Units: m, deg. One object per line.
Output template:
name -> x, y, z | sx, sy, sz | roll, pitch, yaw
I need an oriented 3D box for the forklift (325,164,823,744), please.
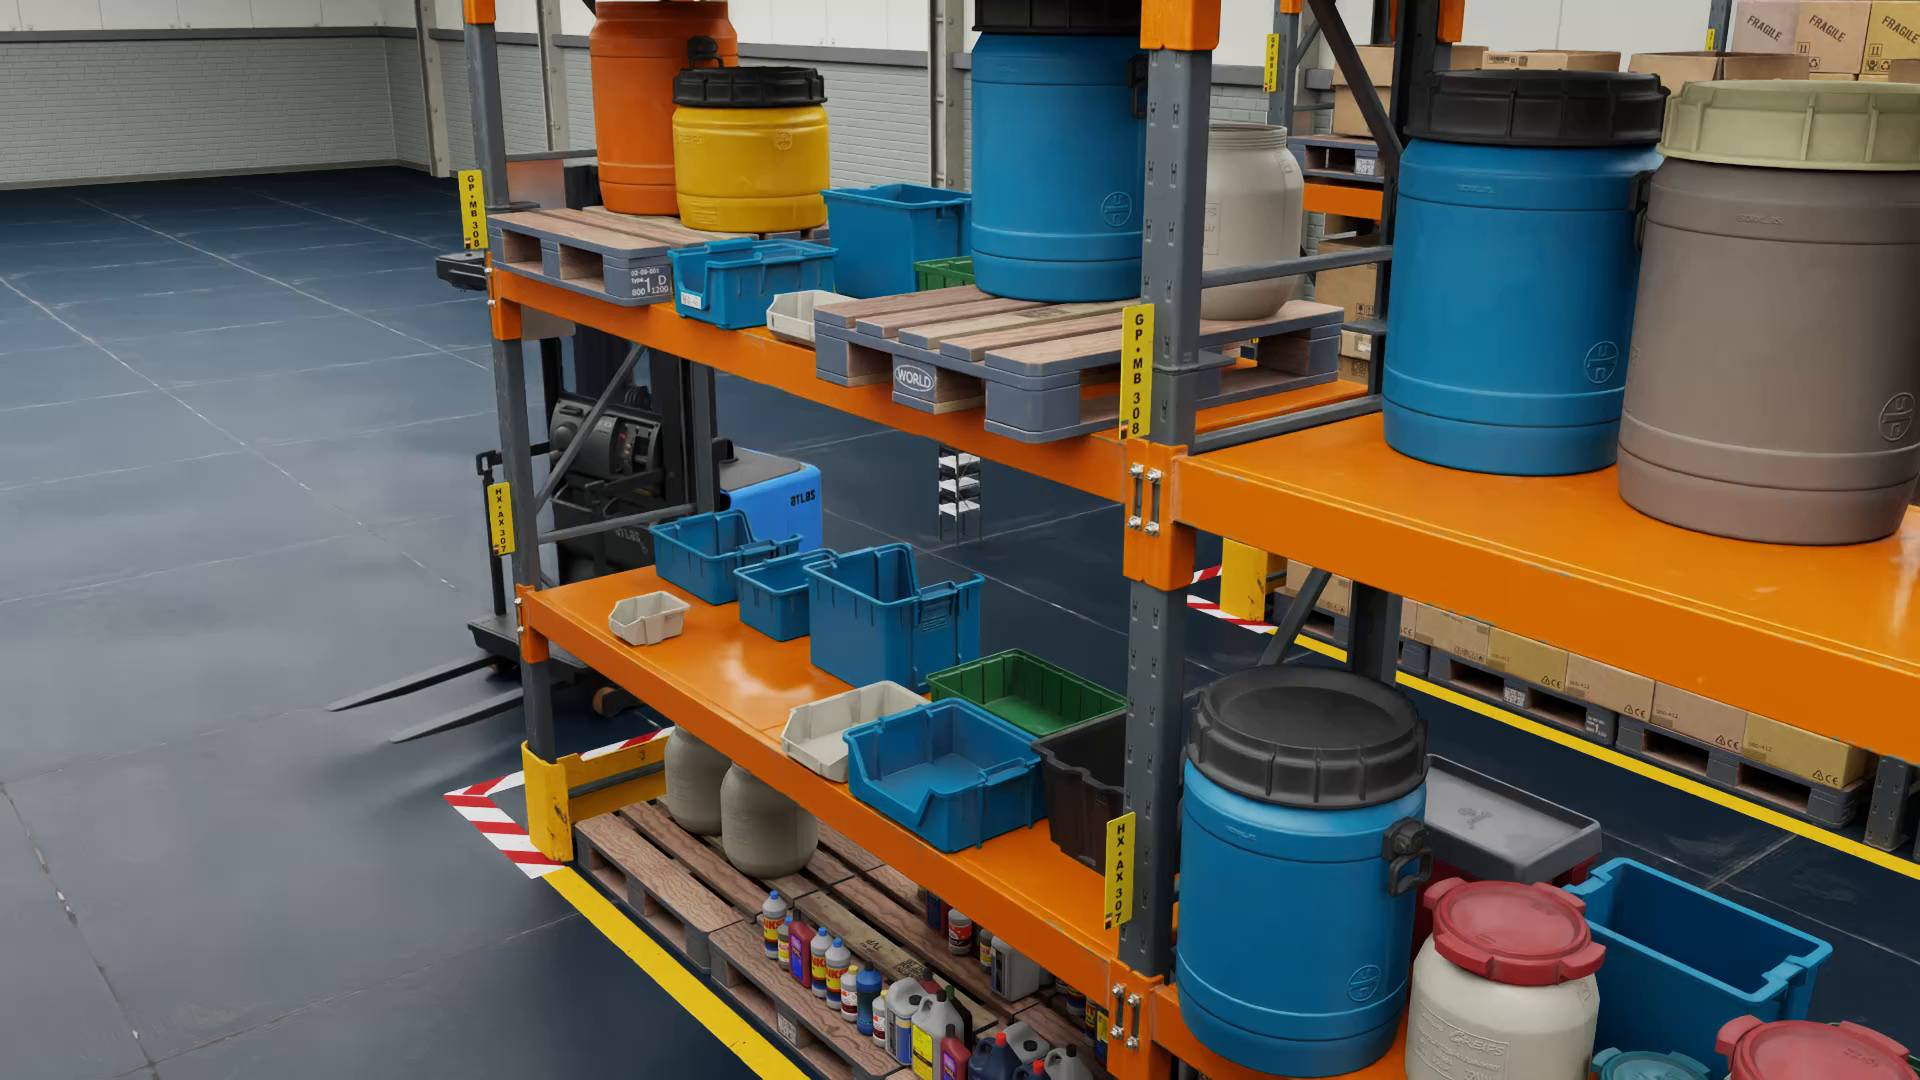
forklift -> -2.181, -0.573, 9.429 | 1.130, 2.935, 3.031 | 15, 23, 38

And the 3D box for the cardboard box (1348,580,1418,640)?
cardboard box -> 2.740, 0.369, 10.182 | 0.500, 0.250, 0.500 | -14, 23, -36

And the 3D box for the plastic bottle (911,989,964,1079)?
plastic bottle -> -0.079, 1.736, 5.863 | 0.144, 0.351, 0.185 | -14, 23, -36

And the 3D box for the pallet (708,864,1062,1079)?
pallet -> -0.279, 1.766, 6.694 | 1.003, 0.211, 1.213 | -14, 23, -36

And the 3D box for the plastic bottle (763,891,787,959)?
plastic bottle -> -0.736, 1.525, 6.626 | 0.097, 0.271, 0.097 | 0, 18, 0

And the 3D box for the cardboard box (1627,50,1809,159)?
cardboard box -> 3.828, -2.219, 8.464 | 0.797, 0.503, 0.637 | -11, 21, -30

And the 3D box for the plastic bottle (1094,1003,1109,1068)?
plastic bottle -> 0.578, 1.713, 5.930 | 0.144, 0.351, 0.185 | -14, 23, -36

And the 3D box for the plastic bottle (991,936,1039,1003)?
plastic bottle -> 0.209, 1.605, 6.378 | 0.152, 0.276, 0.135 | -14, 23, -36

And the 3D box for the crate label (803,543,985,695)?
crate label -> -0.262, 0.315, 6.584 | 0.502, 0.435, 0.616 | -14, 23, -36

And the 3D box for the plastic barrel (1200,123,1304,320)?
plastic barrel -> 0.753, -0.904, 4.704 | 0.421, 0.512, 0.421 | 0, 18, 0

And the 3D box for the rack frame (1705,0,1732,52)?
rack frame -> 6.149, -4.851, 12.696 | 1.000, 3.000, 0.127 | -14, 23, -36

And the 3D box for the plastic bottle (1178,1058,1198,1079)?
plastic bottle -> 0.790, 1.762, 5.902 | 0.152, 0.276, 0.135 | -13, 22, -34

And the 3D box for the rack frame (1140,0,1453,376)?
rack frame -> 0.867, -1.931, 3.880 | 1.000, 3.000, 0.127 | -14, 23, -36

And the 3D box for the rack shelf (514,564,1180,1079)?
rack shelf -> -0.375, 0.765, 6.424 | 1.077, 0.370, 4.000 | -14, 23, -36

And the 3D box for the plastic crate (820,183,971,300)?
plastic crate -> -0.197, -1.074, 6.089 | 0.392, 0.384, 0.575 | -14, 23, -36

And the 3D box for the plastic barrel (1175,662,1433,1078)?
plastic barrel -> 0.869, 0.833, 4.278 | 0.600, 0.901, 0.708 | -14, 23, -36

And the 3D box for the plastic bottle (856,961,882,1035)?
plastic bottle -> -0.335, 1.684, 6.146 | 0.097, 0.271, 0.097 | 0, 18, 0

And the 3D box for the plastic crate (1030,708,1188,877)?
plastic crate -> 0.641, 0.792, 5.297 | 0.767, 0.338, 0.504 | -14, 23, -36

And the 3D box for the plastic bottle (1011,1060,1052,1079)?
plastic bottle -> 0.241, 1.863, 5.479 | 0.144, 0.351, 0.185 | -15, 23, -38

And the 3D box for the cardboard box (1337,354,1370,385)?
cardboard box -> 2.548, -0.965, 10.346 | 0.700, 0.500, 0.500 | -14, 23, -36

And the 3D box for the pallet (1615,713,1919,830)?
pallet -> 4.291, 1.070, 8.794 | 1.003, 0.211, 1.213 | -14, 23, -36

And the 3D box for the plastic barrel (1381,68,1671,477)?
plastic barrel -> 1.352, -0.663, 4.022 | 0.600, 0.901, 0.708 | -14, 23, -36

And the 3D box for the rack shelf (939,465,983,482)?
rack shelf -> 0.005, -0.479, 12.197 | 0.258, 0.077, 0.200 | -14, 23, -36

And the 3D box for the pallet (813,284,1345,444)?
pallet -> 0.342, -0.577, 4.860 | 1.213, 0.211, 1.003 | -14, 23, -36

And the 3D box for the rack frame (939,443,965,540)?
rack frame -> -0.058, -0.450, 12.291 | 0.240, 0.900, 0.006 | -14, 23, -36

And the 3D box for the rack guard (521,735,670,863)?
rack guard -> -1.533, 1.127, 8.164 | 1.175, 0.500, 0.348 | -14, 23, -36

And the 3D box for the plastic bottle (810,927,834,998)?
plastic bottle -> -0.523, 1.609, 6.371 | 0.097, 0.271, 0.097 | 0, 18, 0

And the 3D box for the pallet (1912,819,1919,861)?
pallet -> 5.240, 1.448, 7.653 | 1.003, 0.211, 1.213 | -14, 23, -36

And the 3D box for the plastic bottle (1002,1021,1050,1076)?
plastic bottle -> 0.222, 1.816, 5.740 | 0.152, 0.276, 0.135 | -14, 23, -36

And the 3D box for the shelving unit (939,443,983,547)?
shelving unit -> 0.005, -0.425, 12.215 | 0.258, 0.900, 0.210 | -14, 23, -36

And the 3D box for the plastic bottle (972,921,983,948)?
plastic bottle -> 0.088, 1.484, 6.743 | 0.152, 0.276, 0.135 | -15, 23, -38

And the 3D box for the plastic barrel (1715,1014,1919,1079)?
plastic barrel -> 1.744, 1.311, 3.414 | 0.433, 0.535, 0.433 | 0, 18, 0

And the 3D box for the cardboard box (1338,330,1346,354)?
cardboard box -> 2.343, -1.252, 10.180 | 0.380, 0.149, 0.250 | -14, 23, -36

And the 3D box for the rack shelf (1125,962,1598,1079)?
rack shelf -> 2.108, 1.751, 3.448 | 1.077, 0.370, 4.000 | -14, 23, -36

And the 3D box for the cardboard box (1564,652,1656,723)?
cardboard box -> 3.668, 0.740, 9.063 | 0.500, 0.250, 0.500 | -14, 23, -36

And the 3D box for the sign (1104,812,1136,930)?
sign -> 0.428, 0.890, 4.463 | 0.100, 0.325, 0.005 | -14, 23, -36

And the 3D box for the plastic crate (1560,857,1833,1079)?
plastic crate -> 1.795, 1.135, 4.188 | 0.392, 0.384, 0.575 | -14, 23, -36

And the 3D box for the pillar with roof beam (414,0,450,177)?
pillar with roof beam -> -14.740, -11.399, 32.472 | 9.100, 9.000, 0.400 | -14, 23, -36

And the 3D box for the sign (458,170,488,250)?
sign -> -2.051, -1.391, 7.006 | 0.100, 0.325, 0.005 | -14, 23, -36

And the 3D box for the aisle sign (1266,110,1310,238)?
aisle sign -> 1.987, -2.226, 10.176 | 0.394, 0.787, 0.004 | -14, 23, -36

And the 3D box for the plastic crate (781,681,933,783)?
plastic crate -> -0.340, 0.691, 5.923 | 0.530, 0.136, 0.437 | -14, 23, -36

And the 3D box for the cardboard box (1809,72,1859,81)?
cardboard box -> 6.466, -3.213, 12.332 | 0.500, 0.500, 0.500 | -12, 22, -33

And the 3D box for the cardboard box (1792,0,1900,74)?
cardboard box -> 6.470, -3.683, 12.158 | 0.500, 0.500, 0.500 | -14, 23, -37

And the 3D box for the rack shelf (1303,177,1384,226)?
rack shelf -> 3.510, -1.625, 8.870 | 1.077, 0.370, 4.000 | -14, 23, -36

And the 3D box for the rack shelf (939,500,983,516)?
rack shelf -> 0.005, -0.223, 12.282 | 0.258, 0.077, 0.200 | -14, 23, -36
